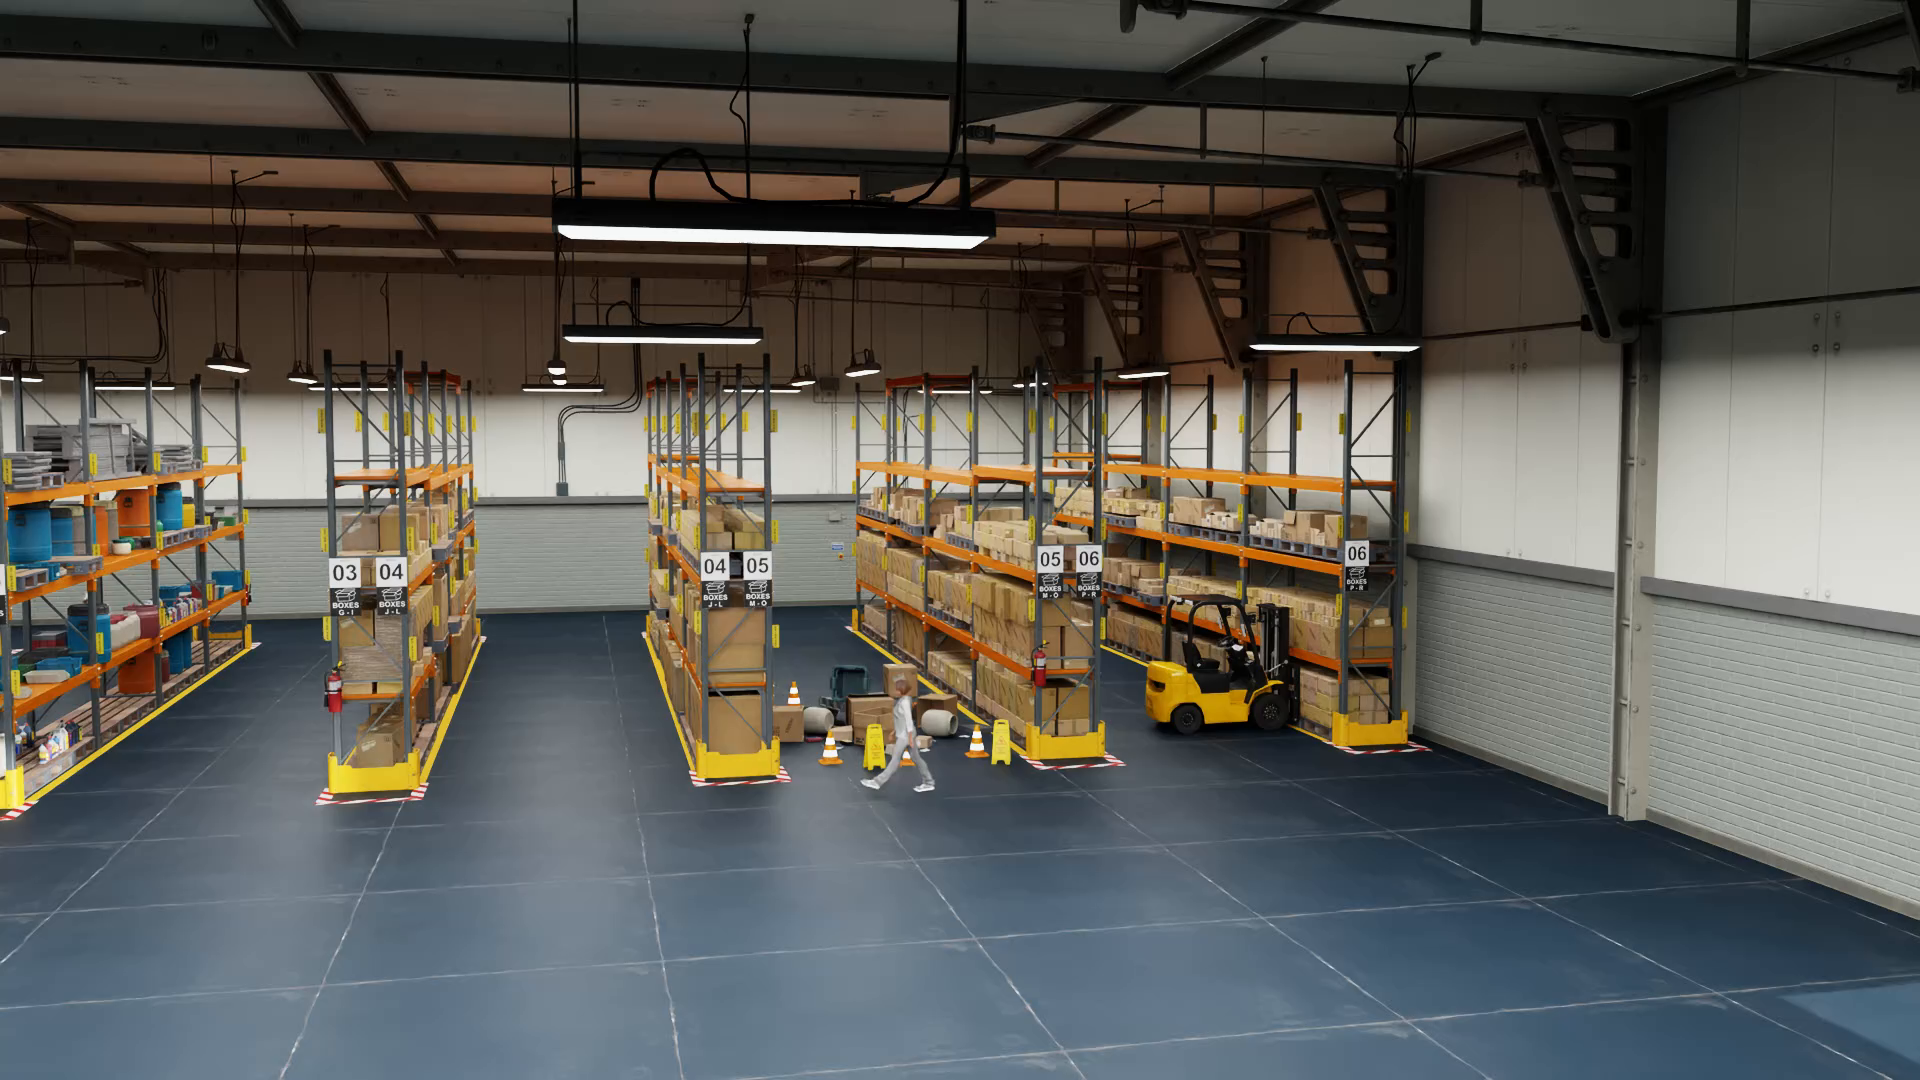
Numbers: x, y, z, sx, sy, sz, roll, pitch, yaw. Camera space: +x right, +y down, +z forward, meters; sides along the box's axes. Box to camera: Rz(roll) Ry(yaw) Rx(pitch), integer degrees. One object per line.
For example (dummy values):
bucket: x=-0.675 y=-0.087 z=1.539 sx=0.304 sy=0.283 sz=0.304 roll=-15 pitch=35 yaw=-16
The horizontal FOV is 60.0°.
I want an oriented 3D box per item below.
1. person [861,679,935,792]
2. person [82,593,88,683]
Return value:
person: x=-0.831 y=2.647 z=22.536 sx=0.982 sy=1.543 sz=0.434 roll=1 pitch=4 yaw=8
person: x=-16.902 y=1.887 z=32.294 sx=0.684 sy=1.710 sz=1.081 roll=-1 pitch=4 yaw=-16
